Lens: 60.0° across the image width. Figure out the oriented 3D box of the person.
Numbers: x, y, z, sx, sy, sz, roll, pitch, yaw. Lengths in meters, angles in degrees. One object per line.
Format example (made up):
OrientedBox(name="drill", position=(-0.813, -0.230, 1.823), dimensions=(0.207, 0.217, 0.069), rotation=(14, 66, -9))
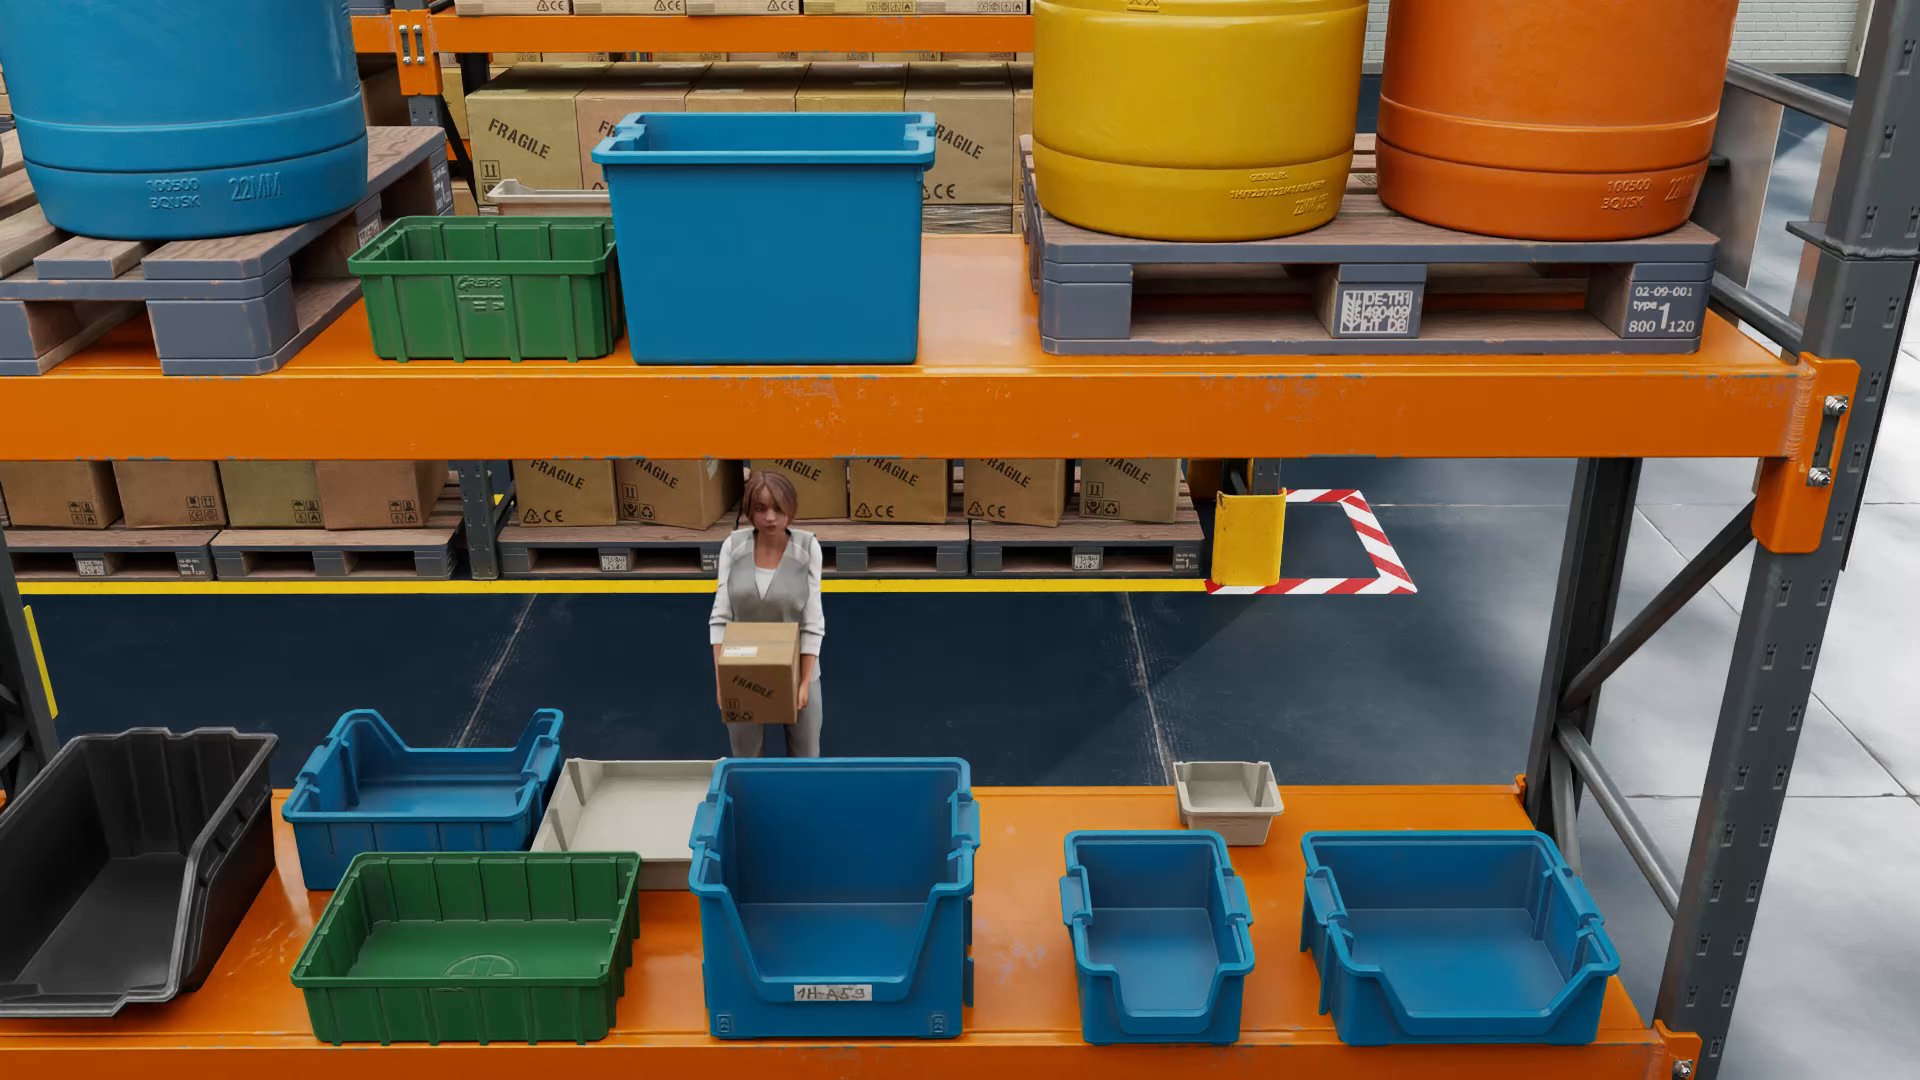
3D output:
OrientedBox(name="person", position=(-0.677, 0.539, 5.939), dimensions=(0.404, 1.591, 0.491), rotation=(0, 24, 1))
